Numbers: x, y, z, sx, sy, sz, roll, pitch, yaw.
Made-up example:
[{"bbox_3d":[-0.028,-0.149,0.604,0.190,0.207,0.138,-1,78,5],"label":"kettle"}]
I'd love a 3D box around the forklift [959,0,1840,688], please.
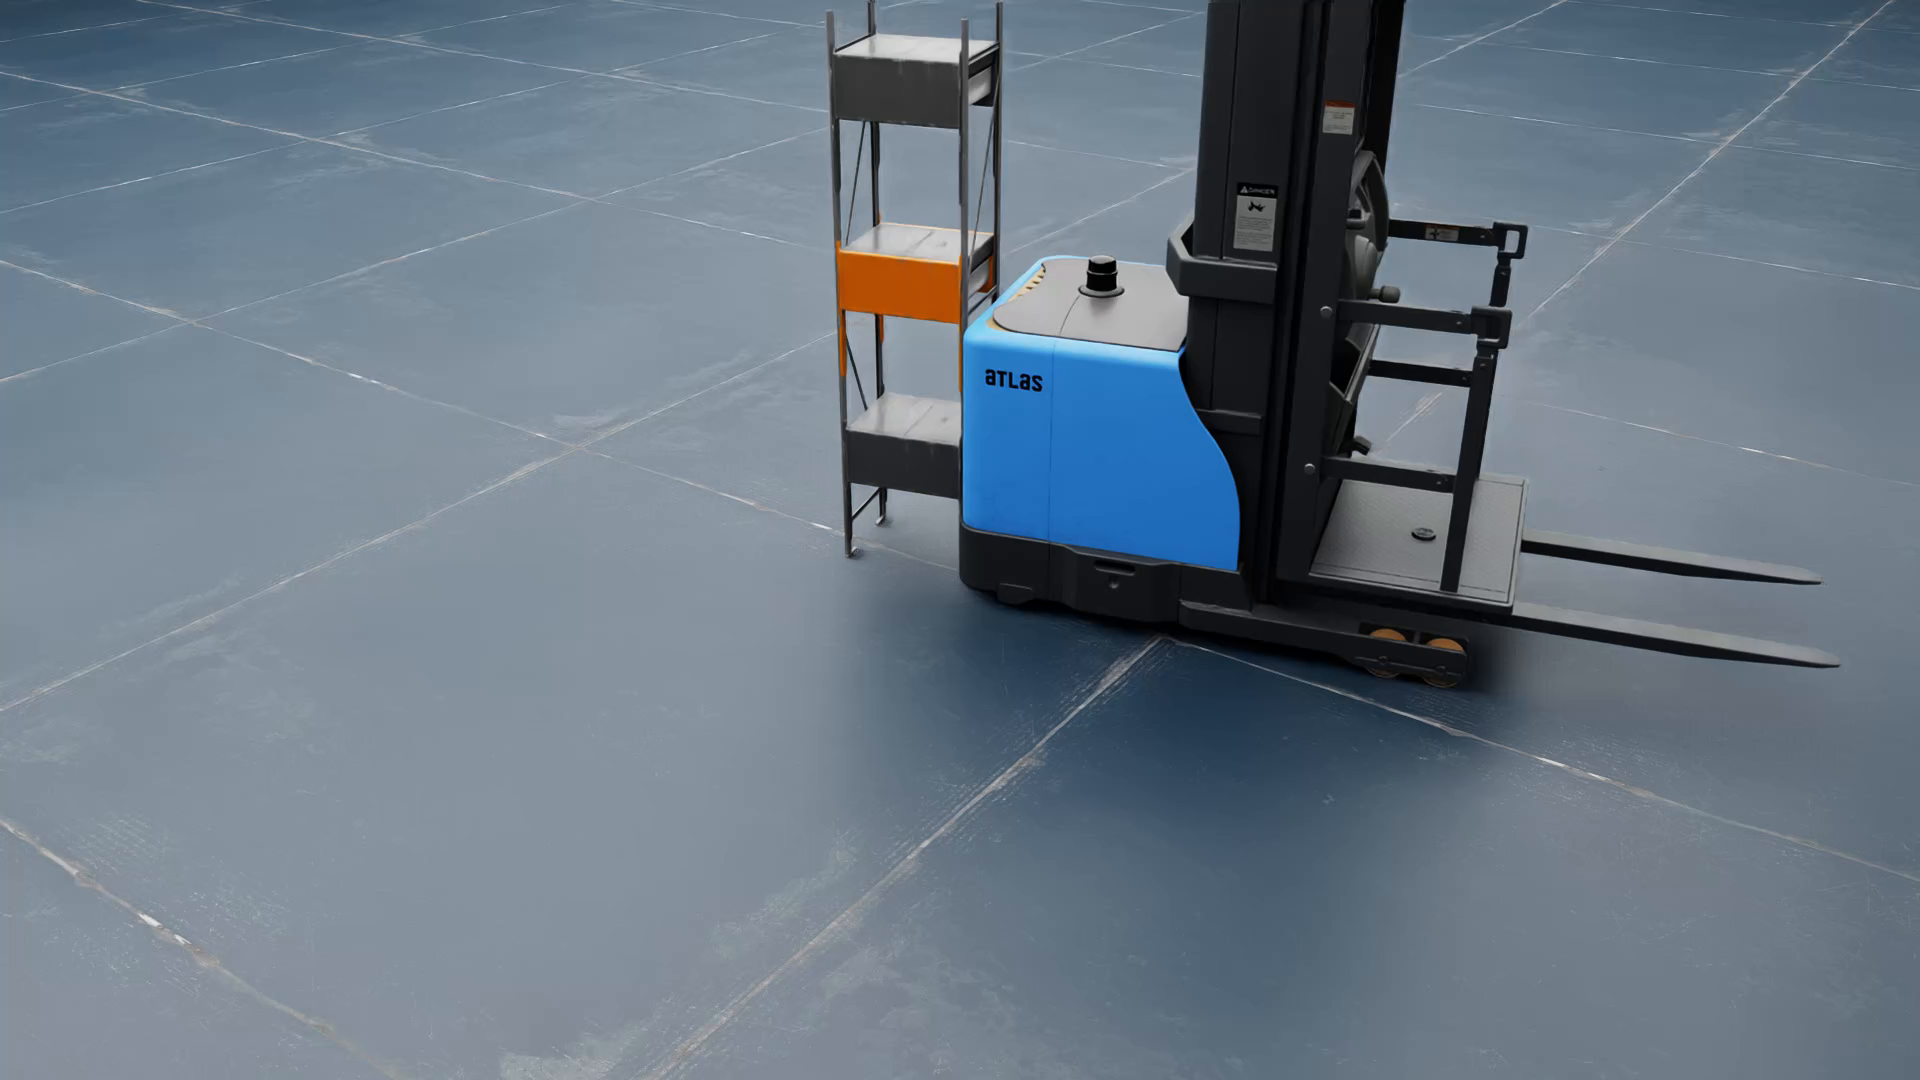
[{"bbox_3d":[1.570,-1.068,5.617,3.031,2.935,1.130,9,28,17],"label":"forklift"}]

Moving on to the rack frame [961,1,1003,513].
[{"bbox_3d":[0.077,-0.873,6.150,0.015,2.100,0.400,9,28,17],"label":"rack frame"}]

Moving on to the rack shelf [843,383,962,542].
[{"bbox_3d":[-0.152,-0.274,6.547,0.480,0.518,0.431,9,28,17],"label":"rack shelf"}]

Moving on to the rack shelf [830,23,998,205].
[{"bbox_3d":[-0.152,-1.522,5.912,0.480,0.518,0.431,9,28,17],"label":"rack shelf"}]

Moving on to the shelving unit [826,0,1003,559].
[{"bbox_3d":[-0.152,-0.910,6.224,0.503,2.100,0.431,9,28,17],"label":"shelving unit"}]

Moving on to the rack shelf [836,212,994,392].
[{"bbox_3d":[-0.152,-0.898,6.230,0.480,0.518,0.431,9,28,17],"label":"rack shelf"}]

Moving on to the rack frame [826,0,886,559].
[{"bbox_3d":[-0.382,-0.948,6.297,0.015,2.100,0.400,9,28,17],"label":"rack frame"}]
